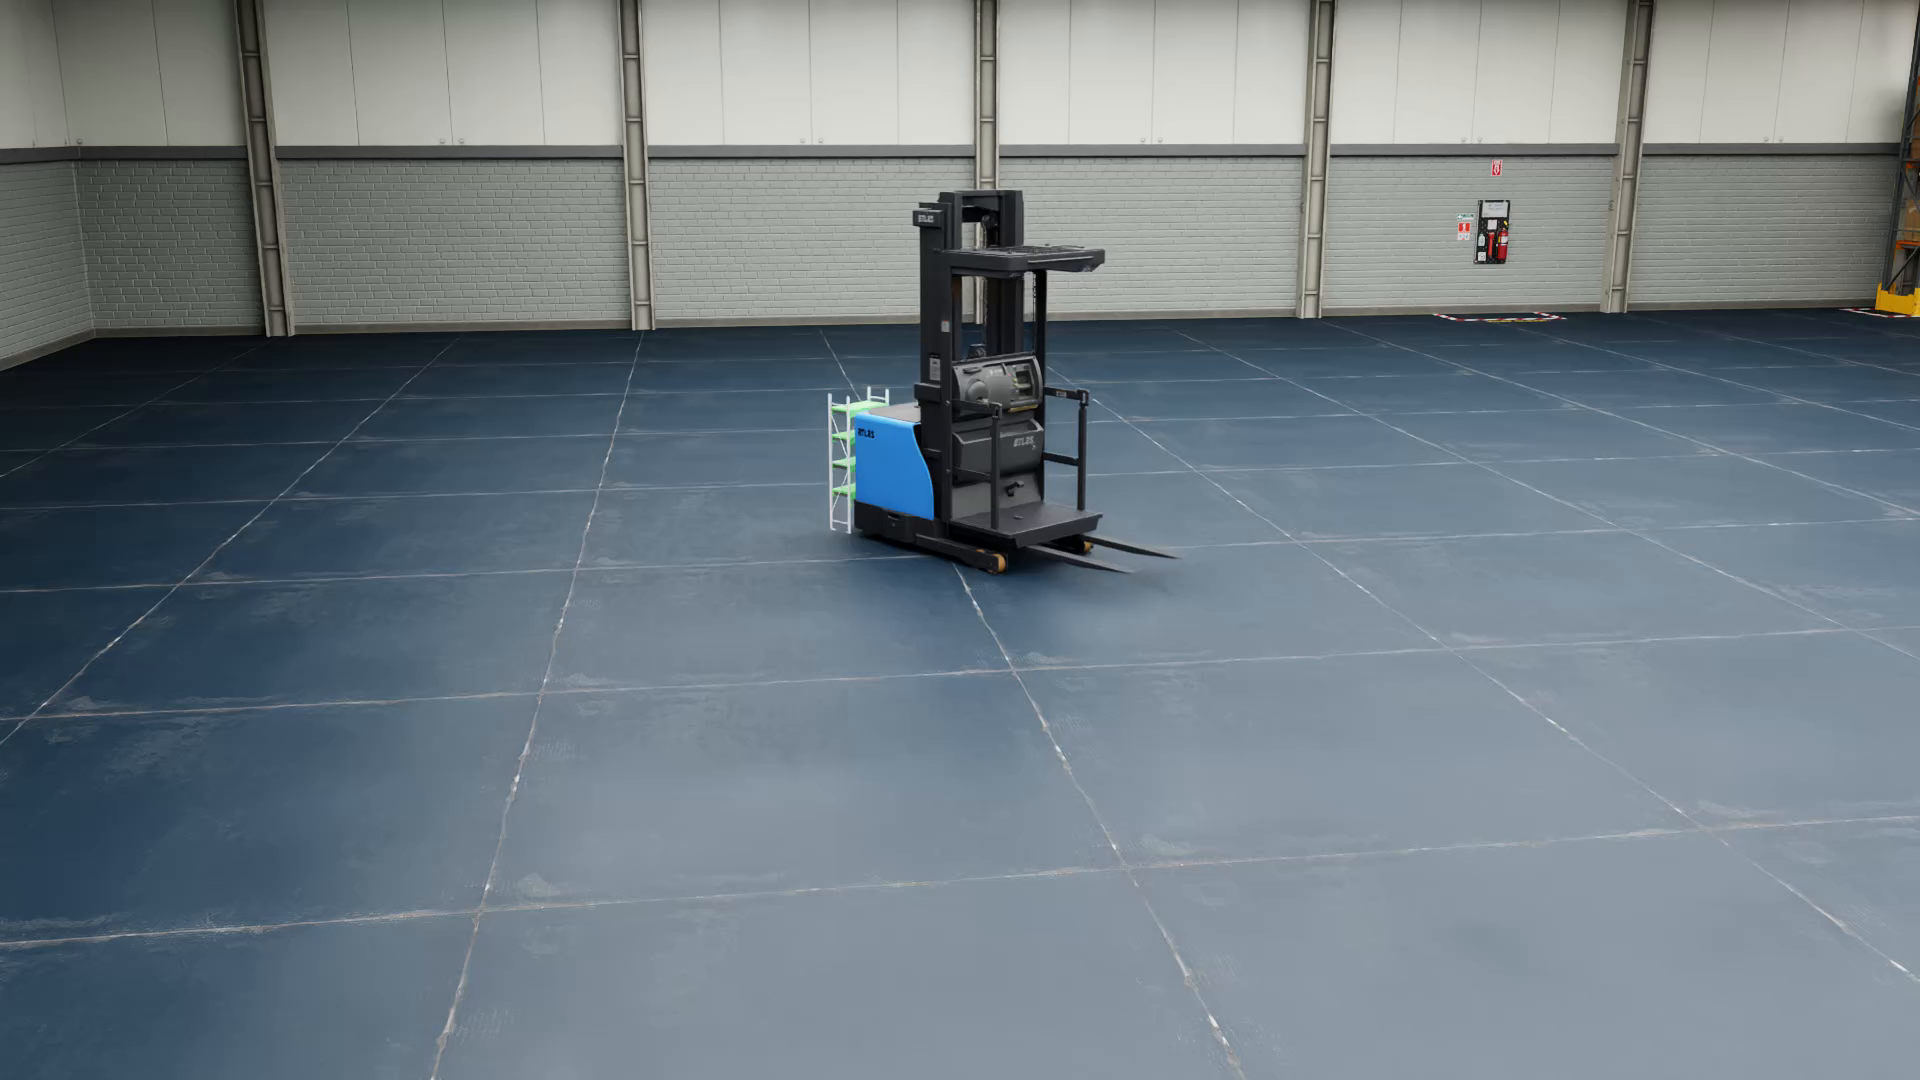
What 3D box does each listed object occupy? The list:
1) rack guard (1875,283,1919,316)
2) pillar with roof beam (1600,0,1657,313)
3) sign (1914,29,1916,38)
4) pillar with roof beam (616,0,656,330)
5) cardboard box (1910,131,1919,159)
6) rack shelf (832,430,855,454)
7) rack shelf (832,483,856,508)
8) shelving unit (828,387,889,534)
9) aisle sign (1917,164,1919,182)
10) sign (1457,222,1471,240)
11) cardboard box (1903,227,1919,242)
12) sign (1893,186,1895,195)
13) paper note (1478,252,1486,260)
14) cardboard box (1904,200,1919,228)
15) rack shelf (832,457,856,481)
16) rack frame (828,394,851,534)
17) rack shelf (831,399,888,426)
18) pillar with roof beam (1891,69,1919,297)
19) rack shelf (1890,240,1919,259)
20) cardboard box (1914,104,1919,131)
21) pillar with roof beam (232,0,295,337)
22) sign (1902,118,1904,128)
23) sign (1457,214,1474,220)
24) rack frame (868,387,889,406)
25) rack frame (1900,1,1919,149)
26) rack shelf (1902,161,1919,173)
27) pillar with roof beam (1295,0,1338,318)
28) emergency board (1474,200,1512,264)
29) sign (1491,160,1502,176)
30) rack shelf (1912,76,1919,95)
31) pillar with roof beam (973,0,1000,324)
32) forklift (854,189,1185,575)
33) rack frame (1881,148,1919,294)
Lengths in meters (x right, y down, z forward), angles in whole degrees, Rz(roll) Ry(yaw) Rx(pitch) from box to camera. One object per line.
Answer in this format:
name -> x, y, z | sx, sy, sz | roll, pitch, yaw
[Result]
rack guard -> 17.770, -4.537, 31.286 | 0.348, 0.500, 1.175 | -2, 14, -8
pillar with roof beam -> 12.967, -7.637, 26.176 | 0.400, 9.000, 9.100 | -2, 14, -8
sign -> 17.632, -9.321, 30.644 | 0.005, 0.325, 0.100 | -2, 14, -8
pillar with roof beam -> -4.833, -6.985, 23.575 | 0.400, 9.000, 9.100 | -2, 14, -8
cardboard box -> 18.070, -7.336, 30.895 | 0.500, 0.500, 0.500 | -1, 14, -4
rack shelf -> -0.880, -0.873, 14.509 | 0.258, 0.148, 0.480 | 12, 19, 39
rack shelf -> -0.883, -0.409, 14.629 | 0.258, 0.148, 0.480 | 12, 19, 39
shelving unit -> -0.881, -0.703, 14.553 | 0.258, 1.200, 0.503 | 12, 19, 39
aisle sign -> 17.669, -6.933, 30.357 | 0.004, 0.787, 0.394 | -2, 14, -8
sign -> 9.314, -5.705, 30.729 | 0.234, 0.329, 0.001 | -2, 14, -8
cardboard box -> 18.128, -5.748, 31.240 | 0.500, 0.250, 0.500 | -2, 14, -7
sign -> 17.632, -6.596, 31.327 | 0.005, 0.325, 0.100 | -2, 14, -8
paper note -> 9.691, -5.266, 30.862 | 0.142, 0.148, 0.016 | -2, 14, -8
cardboard box -> 18.129, -6.116, 31.168 | 0.500, 0.500, 0.500 | -2, 14, -9
rack shelf -> -0.881, -0.641, 14.569 | 0.258, 0.148, 0.480 | 12, 19, 39
rack frame -> -1.040, -0.658, 14.374 | 0.240, 1.200, 0.015 | 12, 19, 39
rack shelf -> -0.878, -1.106, 14.450 | 0.258, 0.148, 0.480 | 12, 19, 39
pillar with roof beam -> 18.900, -7.855, 27.043 | 0.400, 9.000, 9.100 | -2, 14, -8
rack shelf -> 19.673, -5.471, 31.348 | 4.000, 0.370, 1.077 | -2, 14, -8
cardboard box -> 18.082, -7.824, 30.783 | 0.500, 0.500, 0.500 | -1, 14, -6
pillar with roof beam -> -10.766, -6.768, 22.708 | 0.400, 9.000, 9.100 | -2, 14, -8
sign -> 17.632, -7.766, 31.034 | 0.005, 0.325, 0.100 | -2, 14, -8
sign -> 9.320, -5.960, 30.657 | 0.331, 0.109, 0.001 | -2, 14, -8
rack frame -> -0.722, -0.748, 14.733 | 0.240, 1.200, 0.015 | 12, 19, 39
rack frame -> 17.695, -8.657, 30.241 | 0.127, 3.000, 1.000 | -2, 14, -8
rack shelf -> 19.673, -6.925, 30.983 | 4.000, 0.370, 1.077 | -2, 14, -8
pillar with roof beam -> 7.034, -7.420, 25.309 | 0.400, 9.000, 9.100 | -2, 14, -8
emergency board -> 9.876, -5.683, 30.714 | 0.643, 1.169, 0.194 | -2, 14, -8
sign -> 9.853, -6.831, 30.527 | 0.199, 0.298, 0.001 | -2, 14, -8
rack shelf -> 19.673, -8.379, 30.618 | 4.000, 0.370, 1.077 | -2, 14, -8
pillar with roof beam -> 1.101, -7.202, 24.442 | 0.400, 9.000, 9.100 | -2, 14, -8
forklift -> 0.457, -1.288, 13.334 | 1.130, 2.935, 3.031 | -13, 19, -41
rack frame -> 17.695, -5.747, 30.971 | 0.127, 3.000, 1.000 | -2, 14, -8
